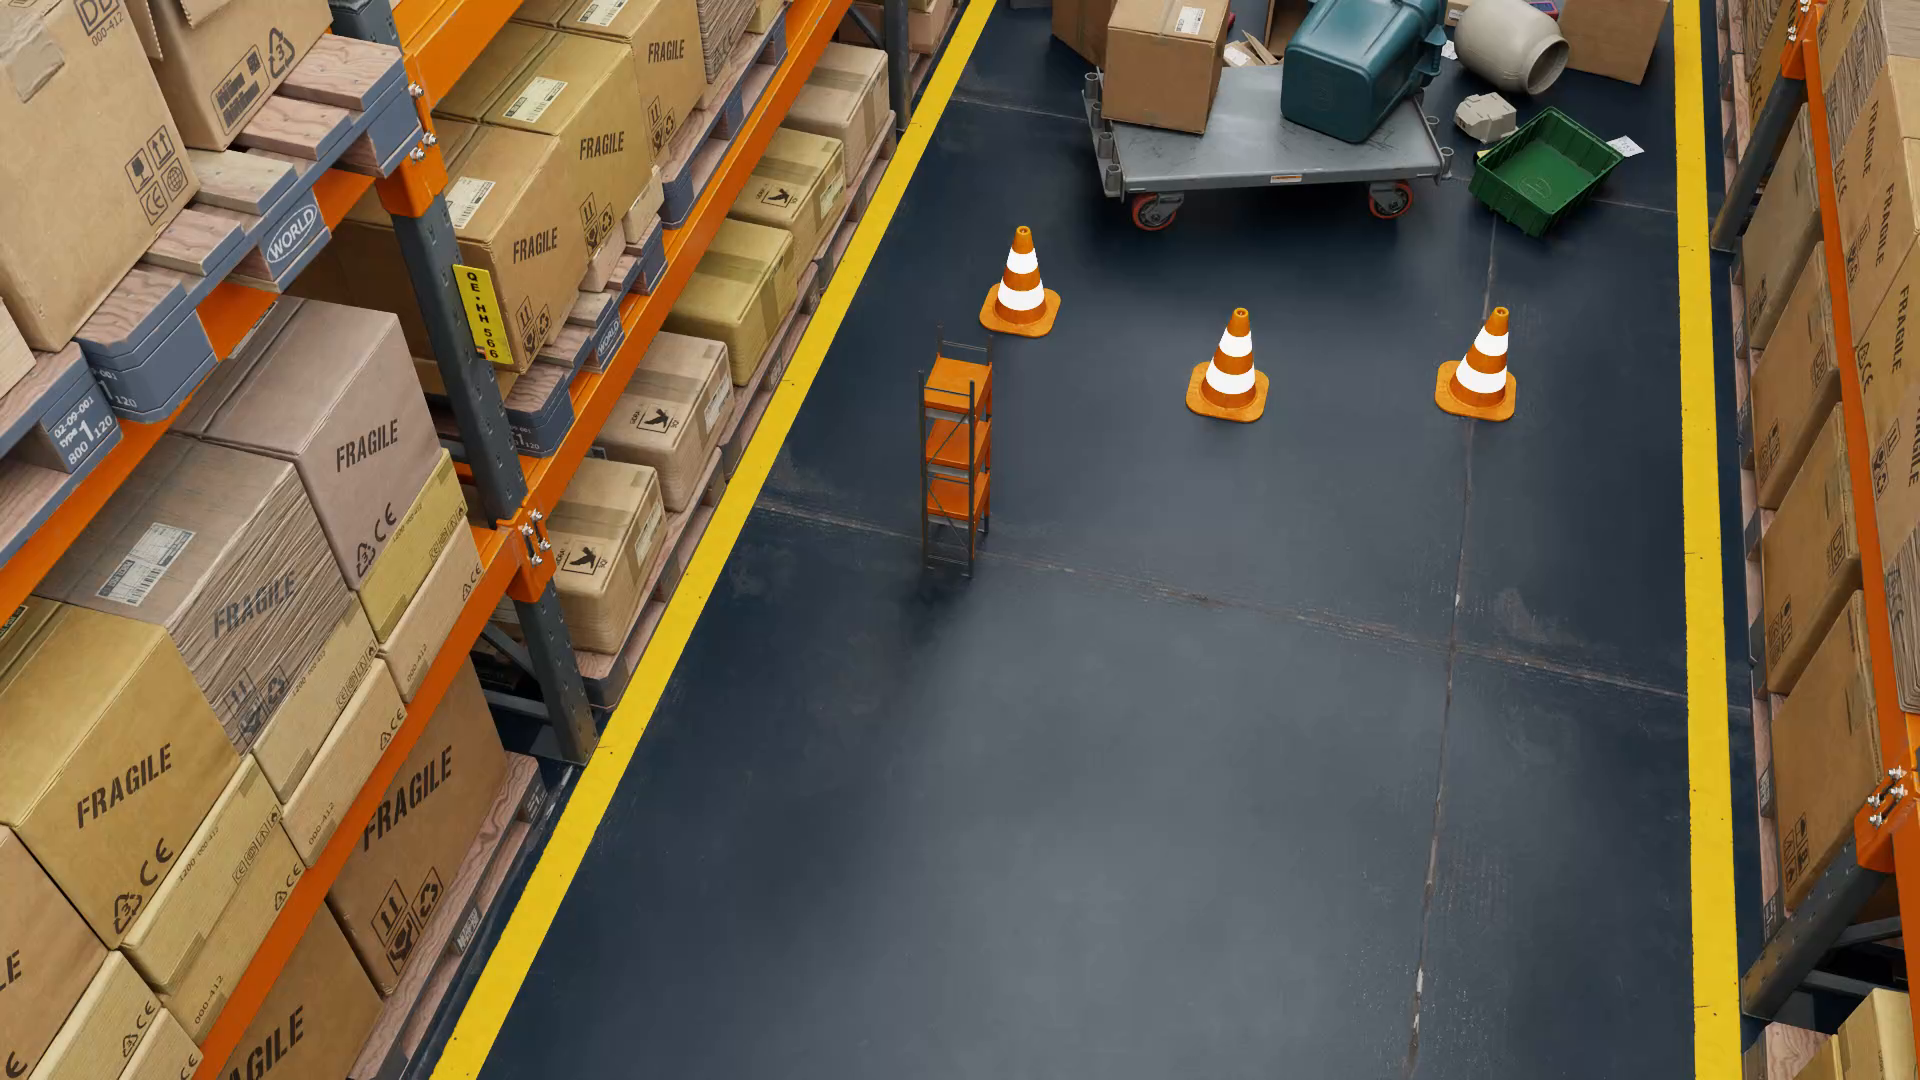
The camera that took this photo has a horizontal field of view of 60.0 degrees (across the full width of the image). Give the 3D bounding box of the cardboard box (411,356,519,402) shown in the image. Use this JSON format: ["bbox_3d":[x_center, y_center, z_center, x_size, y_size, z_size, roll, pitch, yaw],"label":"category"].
[{"bbox_3d":[-1.538,-0.574,5.062,0.380,0.149,0.250,9,49,8],"label":"cardboard box"}]

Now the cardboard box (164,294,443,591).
[{"bbox_3d":[-1.686,-0.258,4.163,0.500,0.500,0.500,10,49,9],"label":"cardboard box"}]

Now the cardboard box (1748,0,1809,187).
[{"bbox_3d":[4.285,-2.186,7.735,0.875,0.875,0.875,12,50,11],"label":"cardboard box"}]

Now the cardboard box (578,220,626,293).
[{"bbox_3d":[-1.314,-0.961,5.404,0.380,0.149,0.250,9,49,8],"label":"cardboard box"}]

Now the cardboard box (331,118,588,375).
[{"bbox_3d":[-1.461,-0.870,4.891,0.500,0.500,0.500,10,49,9],"label":"cardboard box"}]

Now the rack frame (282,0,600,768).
[{"bbox_3d":[-1.803,-0.320,4.951,1.000,3.000,0.127,12,50,10],"label":"rack frame"}]

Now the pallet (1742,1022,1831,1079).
[{"bbox_3d":[2.792,2.072,4.700,1.003,0.211,1.213,12,50,10],"label":"pallet"}]

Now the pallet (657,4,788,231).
[{"bbox_3d":[-1.321,-1.696,6.293,1.003,0.211,1.213,12,50,10],"label":"pallet"}]

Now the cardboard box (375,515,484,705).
[{"bbox_3d":[-1.685,0.147,4.639,0.500,0.250,0.500,10,49,9],"label":"cardboard box"}]

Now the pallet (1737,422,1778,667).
[{"bbox_3d":[3.603,0.072,6.465,1.003,0.211,1.213,12,50,10],"label":"pallet"}]

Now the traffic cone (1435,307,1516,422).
[{"bbox_3d":[2.243,-0.798,7.064,0.336,0.463,0.334,12,50,10],"label":"traffic cone"}]

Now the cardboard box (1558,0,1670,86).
[{"bbox_3d":[3.471,-2.808,8.812,0.500,0.500,0.500,19,51,16],"label":"cardboard box"}]

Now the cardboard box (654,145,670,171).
[{"bbox_3d":[-1.234,-1.345,5.743,0.380,0.149,0.250,14,50,12],"label":"cardboard box"}]

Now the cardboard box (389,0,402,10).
[{"bbox_3d":[-1.556,-1.424,4.092,0.380,0.149,0.250,12,50,10],"label":"cardboard box"}]

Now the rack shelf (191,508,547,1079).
[{"bbox_3d":[-2.329,1.365,3.943,1.077,0.370,4.000,12,50,10],"label":"rack shelf"}]

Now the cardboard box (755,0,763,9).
[{"bbox_3d":[-0.921,-2.373,6.218,0.500,0.500,0.500,13,50,11],"label":"cardboard box"}]

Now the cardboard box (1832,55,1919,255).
[{"bbox_3d":[3.388,-1.289,5.739,0.500,0.500,0.500,11,50,10],"label":"cardboard box"}]

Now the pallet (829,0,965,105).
[{"bbox_3d":[-0.607,-2.783,8.984,1.003,0.211,1.213,12,50,10],"label":"pallet"}]

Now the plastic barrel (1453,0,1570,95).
[{"bbox_3d":[2.871,-2.580,8.664,0.421,0.421,0.512,-27,54,-22],"label":"plastic barrel"}]

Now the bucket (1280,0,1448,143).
[{"bbox_3d":[1.864,-2.283,7.852,0.726,0.611,0.620,28,64,22],"label":"bucket"}]

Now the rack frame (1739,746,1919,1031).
[{"bbox_3d":[2.999,0.584,4.153,1.000,3.000,0.127,12,50,10],"label":"rack frame"}]

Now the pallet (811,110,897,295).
[{"bbox_3d":[-0.953,-1.727,8.052,1.003,0.211,1.213,12,50,10],"label":"pallet"}]

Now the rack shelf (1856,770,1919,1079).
[{"bbox_3d":[2.473,2.269,3.146,1.077,0.370,4.000,12,50,10],"label":"rack shelf"}]

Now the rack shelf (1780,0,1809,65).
[{"bbox_3d":[4.579,-3.518,8.253,1.077,0.370,4.000,12,50,10],"label":"rack shelf"}]

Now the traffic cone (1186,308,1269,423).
[{"bbox_3d":[1.163,-0.793,7.060,0.336,0.463,0.334,12,50,10],"label":"traffic cone"}]

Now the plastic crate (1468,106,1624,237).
[{"bbox_3d":[2.834,-1.782,8.078,0.662,0.188,0.450,-37,68,-28],"label":"plastic crate"}]

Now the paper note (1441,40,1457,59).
[{"bbox_3d":[2.644,-2.668,9.008,0.172,0.023,0.155,28,54,22],"label":"paper note"}]

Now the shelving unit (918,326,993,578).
[{"bbox_3d":[-0.014,-0.309,6.241,0.215,1.050,0.252,12,50,10],"label":"shelving unit"}]

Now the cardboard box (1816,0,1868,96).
[{"bbox_3d":[3.654,-2.015,6.380,0.500,0.500,0.500,12,50,10],"label":"cardboard box"}]

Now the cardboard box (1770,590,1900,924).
[{"bbox_3d":[3.247,0.767,5.212,1.050,0.750,0.750,11,49,10],"label":"cardboard box"}]

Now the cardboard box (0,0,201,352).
[{"bbox_3d":[-1.880,-0.731,2.966,0.700,0.500,0.500,9,49,8],"label":"cardboard box"}]

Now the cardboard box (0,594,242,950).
[{"bbox_3d":[-1.951,0.472,3.518,0.500,0.500,0.500,12,50,10],"label":"cardboard box"}]

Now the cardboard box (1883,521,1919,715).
[{"bbox_3d":[2.859,0.172,4.450,0.500,0.500,0.500,12,50,10],"label":"cardboard box"}]

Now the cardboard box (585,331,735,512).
[{"bbox_3d":[-1.458,-0.531,6.610,0.950,0.372,0.625,11,49,9],"label":"cardboard box"}]

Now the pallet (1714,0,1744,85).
[{"bbox_3d":[4.647,-2.807,9.005,1.003,0.211,1.213,12,50,10],"label":"pallet"}]

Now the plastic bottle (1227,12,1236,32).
[{"bbox_3d":[1.399,-2.804,9.103,0.133,0.061,0.283,19,51,16],"label":"plastic bottle"}]

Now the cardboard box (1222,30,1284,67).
[{"bbox_3d":[1.535,-2.474,8.675,0.258,0.266,0.396,-19,51,-16],"label":"cardboard box"}]

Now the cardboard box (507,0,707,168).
[{"bbox_3d":[-1.197,-1.634,5.565,0.500,0.500,0.500,12,50,11],"label":"cardboard box"}]

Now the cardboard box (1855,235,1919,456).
[{"bbox_3d":[3.123,-0.550,5.087,0.500,0.500,0.500,11,49,9],"label":"cardboard box"}]

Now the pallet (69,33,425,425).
[{"bbox_3d":[-1.921,-0.774,3.476,1.213,0.211,1.003,14,50,12],"label":"pallet"}]

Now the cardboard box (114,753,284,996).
[{"bbox_3d":[-1.931,0.711,3.808,0.500,0.250,0.500,10,49,9],"label":"cardboard box"}]

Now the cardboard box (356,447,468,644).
[{"bbox_3d":[-1.685,-0.035,4.466,0.500,0.250,0.500,11,50,10],"label":"cardboard box"}]

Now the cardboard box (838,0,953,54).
[{"bbox_3d":[-0.334,-2.816,8.707,0.500,0.250,0.500,10,49,8],"label":"cardboard box"}]

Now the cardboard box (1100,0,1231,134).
[{"bbox_3d":[0.975,-2.307,7.866,0.500,0.500,0.500,12,50,10],"label":"cardboard box"}]

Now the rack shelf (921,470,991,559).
[{"bbox_3d":[-0.014,-0.118,6.457,0.215,0.259,0.240,12,50,10],"label":"rack shelf"}]

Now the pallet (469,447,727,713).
[{"bbox_3d":[-1.596,0.038,6.495,1.003,0.211,1.213,12,50,10],"label":"pallet"}]

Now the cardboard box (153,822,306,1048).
[{"bbox_3d":[-1.953,0.880,3.991,0.500,0.250,0.500,11,50,10],"label":"cardboard box"}]

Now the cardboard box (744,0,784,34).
[{"bbox_3d":[-0.901,-2.107,6.415,0.380,0.149,0.250,12,50,10],"label":"cardboard box"}]

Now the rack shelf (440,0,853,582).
[{"bbox_3d":[-1.276,-1.528,6.497,1.077,0.370,4.000,12,50,10],"label":"rack shelf"}]

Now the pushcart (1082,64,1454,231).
[{"bbox_3d":[1.463,-1.932,8.122,1.648,0.377,0.936,-4,49,-3],"label":"pushcart"}]

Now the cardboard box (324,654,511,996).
[{"bbox_3d":[-2.065,0.727,5.163,0.875,0.875,0.875,11,50,10],"label":"cardboard box"}]

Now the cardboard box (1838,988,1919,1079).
[{"bbox_3d":[2.584,1.475,4.253,0.500,0.250,0.500,10,49,8],"label":"cardboard box"}]

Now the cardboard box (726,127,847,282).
[{"bbox_3d":[-1.071,-1.582,7.537,0.950,0.372,0.625,14,50,12],"label":"cardboard box"}]

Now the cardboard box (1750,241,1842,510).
[{"bbox_3d":[3.718,-0.540,6.365,1.050,0.750,0.750,12,50,10],"label":"cardboard box"}]

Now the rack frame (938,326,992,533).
[{"bbox_3d":[0.018,-0.397,6.319,0.200,1.050,0.008,12,50,10],"label":"rack frame"}]
